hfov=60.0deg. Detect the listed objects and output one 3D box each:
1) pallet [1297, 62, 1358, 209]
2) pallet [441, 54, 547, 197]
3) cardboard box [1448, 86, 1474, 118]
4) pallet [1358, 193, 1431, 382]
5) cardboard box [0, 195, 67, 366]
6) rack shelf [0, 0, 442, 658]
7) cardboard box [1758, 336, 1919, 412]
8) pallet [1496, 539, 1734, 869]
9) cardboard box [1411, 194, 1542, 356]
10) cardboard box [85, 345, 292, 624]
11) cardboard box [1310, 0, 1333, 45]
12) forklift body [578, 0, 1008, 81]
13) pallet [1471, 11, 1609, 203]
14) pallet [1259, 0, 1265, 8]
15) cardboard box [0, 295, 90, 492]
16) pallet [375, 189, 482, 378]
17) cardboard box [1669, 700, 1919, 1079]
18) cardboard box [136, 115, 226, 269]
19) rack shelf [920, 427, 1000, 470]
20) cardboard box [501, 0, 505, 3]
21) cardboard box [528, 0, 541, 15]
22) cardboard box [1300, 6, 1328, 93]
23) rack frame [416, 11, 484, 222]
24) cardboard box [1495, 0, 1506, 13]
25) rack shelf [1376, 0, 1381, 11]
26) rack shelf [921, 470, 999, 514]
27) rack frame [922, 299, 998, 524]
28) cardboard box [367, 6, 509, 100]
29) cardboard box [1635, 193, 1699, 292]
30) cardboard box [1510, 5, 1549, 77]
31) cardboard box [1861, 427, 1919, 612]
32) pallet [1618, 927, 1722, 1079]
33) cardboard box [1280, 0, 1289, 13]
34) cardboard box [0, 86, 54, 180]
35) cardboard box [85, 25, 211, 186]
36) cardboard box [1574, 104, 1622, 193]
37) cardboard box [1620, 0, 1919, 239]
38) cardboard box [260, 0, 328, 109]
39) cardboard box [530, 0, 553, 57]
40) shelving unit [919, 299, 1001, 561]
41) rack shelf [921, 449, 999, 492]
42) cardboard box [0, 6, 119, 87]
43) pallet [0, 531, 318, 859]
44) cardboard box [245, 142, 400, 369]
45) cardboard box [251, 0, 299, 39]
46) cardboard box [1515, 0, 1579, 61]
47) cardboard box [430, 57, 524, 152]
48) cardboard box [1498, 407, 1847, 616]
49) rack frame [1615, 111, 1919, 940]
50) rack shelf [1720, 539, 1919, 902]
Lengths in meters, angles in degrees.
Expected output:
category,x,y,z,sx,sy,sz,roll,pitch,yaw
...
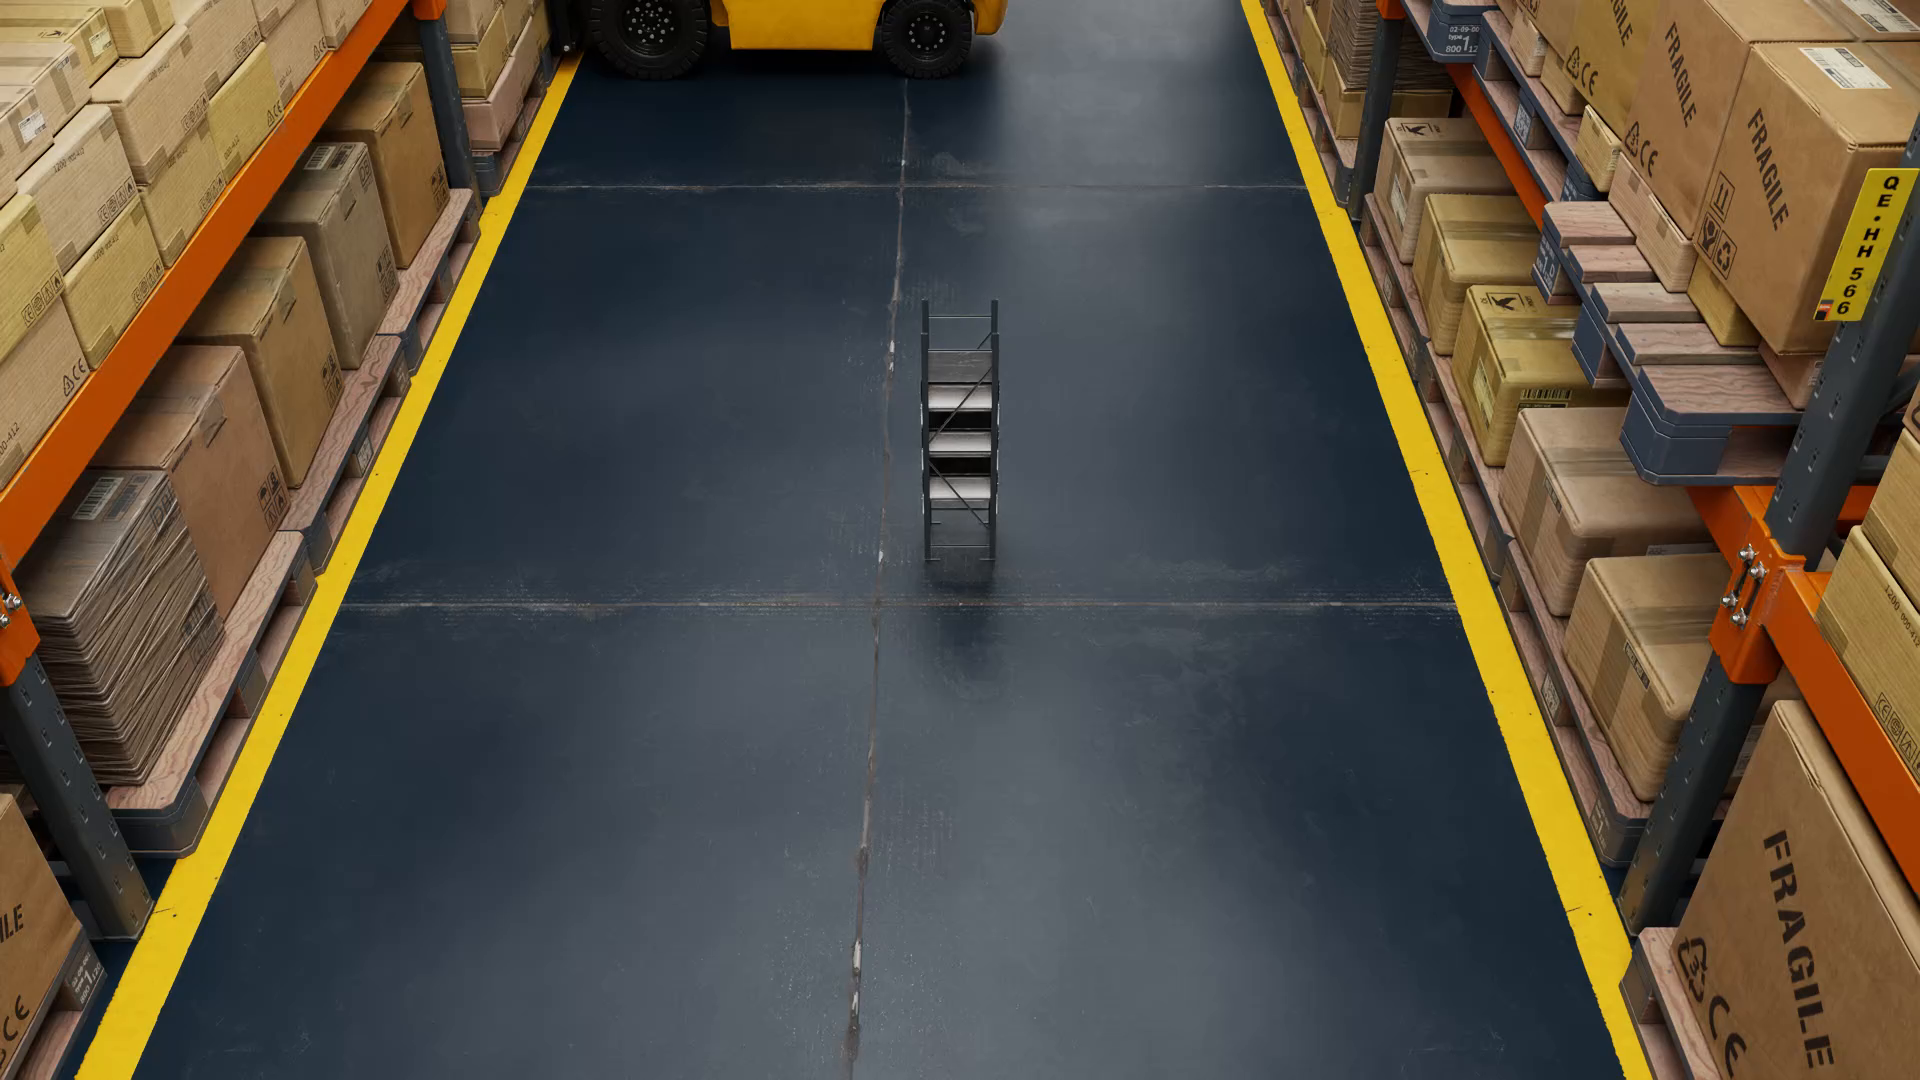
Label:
category,x,y,z,sx,sy,sz,roll,pitch,yaw
pallet,2.240,-1.980,8.052,1.003,0.211,1.213,0,39,0
pallet,-2.646,-2.052,8.141,1.003,0.211,1.213,0,39,0
cardboard box,2.546,-2.108,7.845,0.500,0.250,0.500,-2,39,-2
pallet,2.279,-1.073,6.921,1.003,0.211,1.213,0,39,0
cardboard box,-2.414,-0.555,3.765,0.500,0.250,0.500,0,39,0
rack shelf,-2.685,-1.111,5.313,1.077,0.370,4.000,0,39,0
cardboard box,2.045,-0.418,3.738,0.380,0.149,0.250,1,39,2
pallet,2.282,0.452,5.017,1.003,0.211,1.213,0,39,0
cardboard box,2.284,-1.009,6.376,0.950,0.372,0.625,2,39,3
cardboard box,-2.678,-0.177,5.135,0.875,0.625,0.625,1,39,1
cardboard box,2.005,-2.720,8.009,0.500,0.500,0.500,1,39,1
forklift body,-0.865,-3.628,8.558,2.313,2.155,1.214,0,39,0
pallet,2.238,-1.310,5.139,1.003,0.211,1.213,0,39,0
pallet,2.238,-3.506,9.956,1.003,0.211,1.213,0,39,0
cardboard box,-2.439,-0.360,3.921,0.500,0.250,0.500,0,39,0
pallet,-2.647,-1.094,6.946,1.003,0.211,1.213,0,39,0
cardboard box,2.199,0.950,3.529,0.875,0.875,0.875,0,39,0
cardboard box,-2.442,-0.997,4.715,0.500,0.250,0.500,-1,39,-2
rack shelf,0.000,-0.320,5.483,0.258,0.077,0.200,0,39,0
cardboard box,-2.364,-2.746,7.841,0.500,0.250,0.500,0,39,0
cardboard box,-2.371,-2.861,8.384,0.500,0.250,0.500,0,39,0
cardboard box,1.996,-2.442,8.261,0.500,0.250,0.500,-1,39,-1
rack frame,-2.687,-2.643,6.649,1.000,3.000,0.127,0,39,0
cardboard box,1.988,-1.874,5.555,0.380,0.149,0.250,1,39,1
rack shelf,2.274,-3.618,8.442,1.077,0.370,4.000,0,39,0
rack shelf,0.000,-0.180,5.596,0.258,0.077,0.200,0,39,0
rack frame,0.000,-0.410,5.542,0.240,0.900,0.006,0,39,0
cardboard box,-2.379,-2.231,7.599,0.500,0.250,0.500,0,39,0
cardboard box,1.928,-0.743,4.143,0.380,0.149,0.250,0,39,0
cardboard box,1.935,-1.553,5.155,0.380,0.149,0.250,1,39,2
cardboard box,2.035,0.033,3.030,0.500,0.250,0.500,0,39,0
pallet,2.207,1.434,3.792,1.003,0.211,1.213,0,39,0
cardboard box,2.003,-3.076,9.052,0.500,0.250,0.500,2,39,3
cardboard box,-2.416,-0.960,3.951,0.380,0.149,0.250,1,39,1
cardboard box,-2.421,-1.196,4.564,0.500,0.250,0.500,-1,39,-1
cardboard box,1.921,-1.072,4.555,0.380,0.149,0.250,1,39,1
cardboard box,1.991,-1.073,4.037,0.500,0.500,0.500,-1,39,-1
cardboard box,-2.449,-1.644,5.523,0.500,0.250,0.500,0,39,0
cardboard box,-2.389,-2.675,8.552,0.500,0.250,0.500,1,39,1
shelving unit,0.000,-0.346,5.462,0.258,0.900,0.210,0,39,0
rack shelf,0.000,-0.250,5.539,0.258,0.077,0.200,0,39,0
cardboard box,-2.459,-1.281,4.351,0.380,0.149,0.250,0,39,0
pallet,-2.644,0.432,5.042,1.003,0.211,1.213,0,39,0
cardboard box,-2.682,-1.068,6.247,0.875,0.625,0.625,0,39,0
cardboard box,-2.428,-1.831,5.356,0.500,0.250,0.500,1,39,1
cardboard box,1.990,-1.730,4.857,0.500,0.500,0.500,-2,39,-2
cardboard box,-2.357,-2.036,7.755,0.500,0.250,0.500,0,39,0
cardboard box,2.282,-0.100,5.242,0.950,0.372,0.625,-1,39,-1
rack frame,2.281,-0.147,3.535,1.000,3.000,0.127,0,39,0
rack shelf,2.283,1.384,2.199,1.077,0.370,4.000,0,39,0
